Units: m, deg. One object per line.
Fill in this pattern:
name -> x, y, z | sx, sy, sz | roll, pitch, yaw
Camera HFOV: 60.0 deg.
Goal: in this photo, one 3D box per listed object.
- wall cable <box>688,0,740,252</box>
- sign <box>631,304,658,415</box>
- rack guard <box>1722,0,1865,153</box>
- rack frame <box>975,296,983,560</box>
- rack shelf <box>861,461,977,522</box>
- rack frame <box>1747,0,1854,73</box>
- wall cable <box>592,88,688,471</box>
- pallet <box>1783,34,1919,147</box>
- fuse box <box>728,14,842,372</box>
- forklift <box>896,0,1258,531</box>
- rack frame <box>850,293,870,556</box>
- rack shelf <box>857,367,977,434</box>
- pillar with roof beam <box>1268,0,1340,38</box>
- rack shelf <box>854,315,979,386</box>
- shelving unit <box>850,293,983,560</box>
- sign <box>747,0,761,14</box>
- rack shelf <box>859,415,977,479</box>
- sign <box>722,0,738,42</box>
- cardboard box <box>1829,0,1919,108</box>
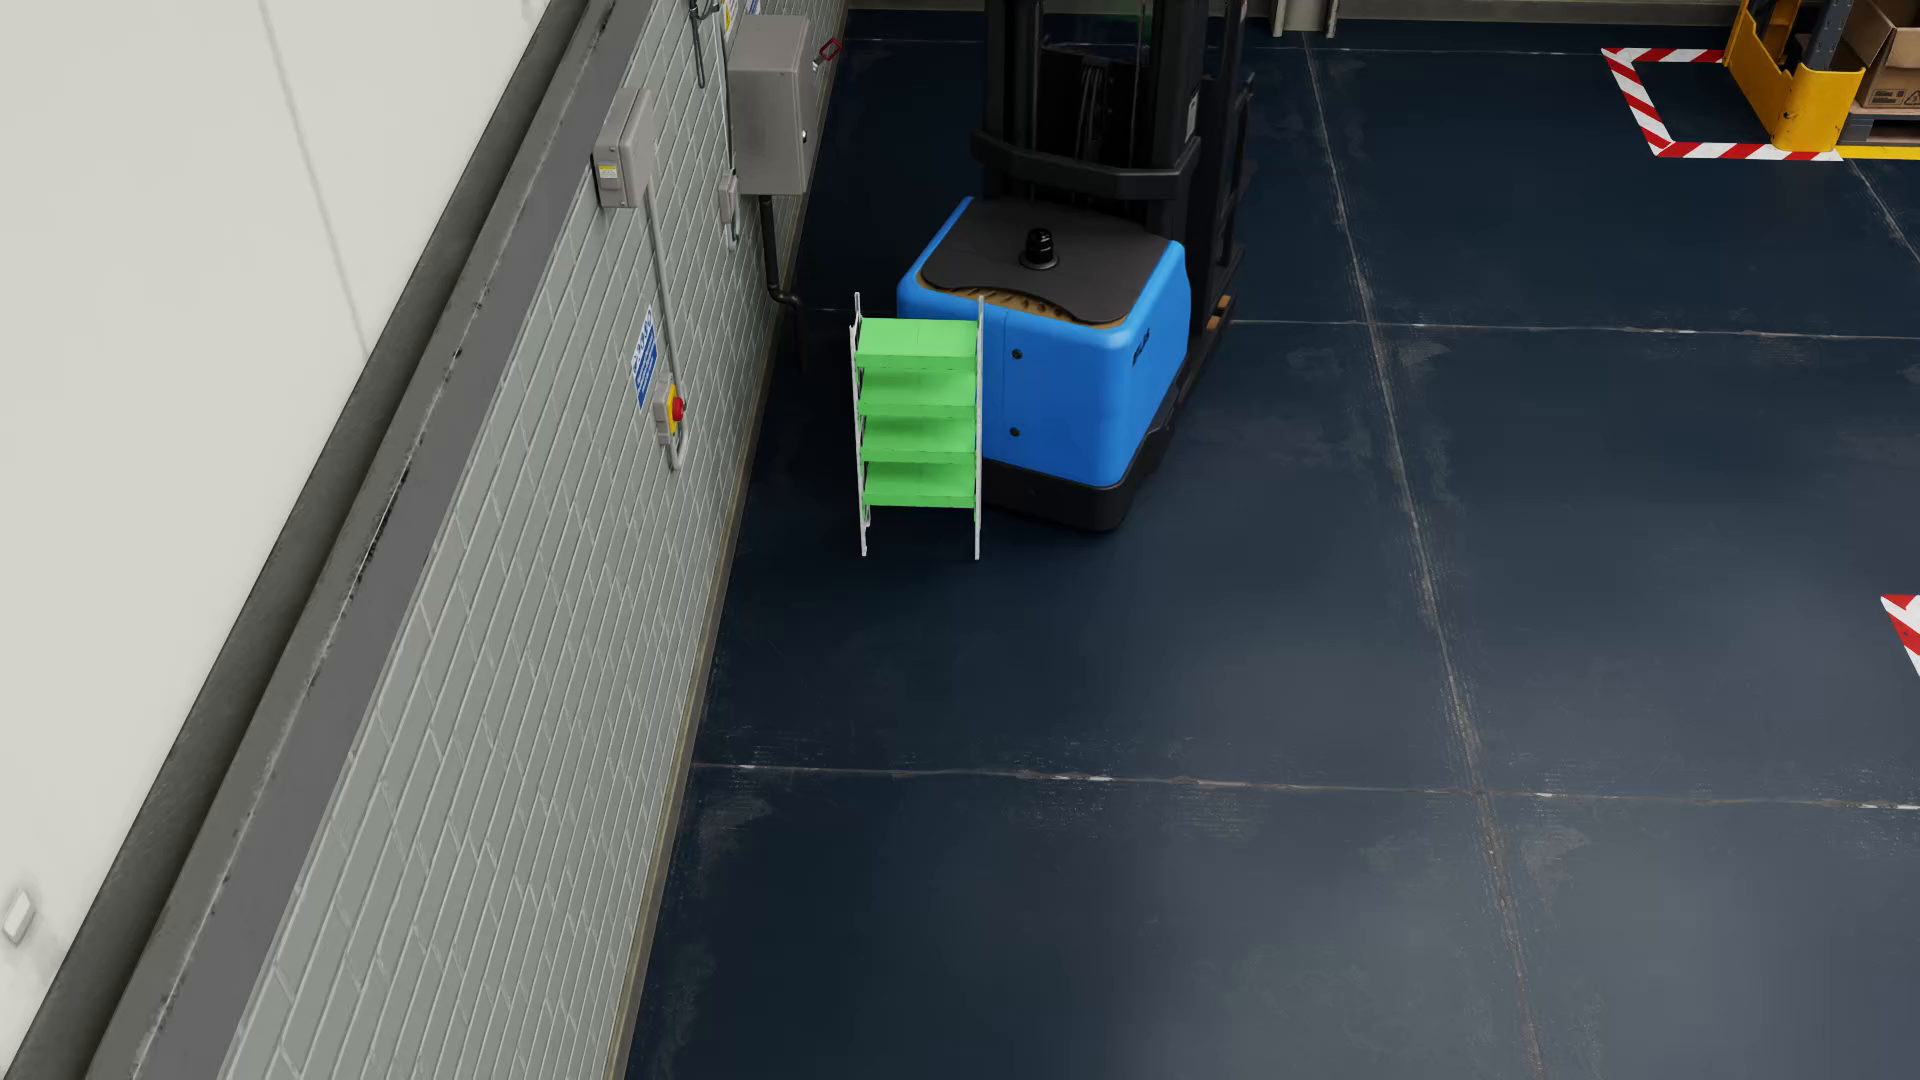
wall cable -> -0.925, -1.869, 6.311 | 0.122, 1.984, 0.588 | 2, 43, 2
sign -> -1.040, -0.600, 5.495 | 0.001, 0.218, 0.327 | 2, 43, 2
rack guard -> 4.953, -2.838, 9.929 | 0.348, 0.500, 1.175 | 2, 43, 2
rack frame -> 0.078, -0.437, 6.838 | 0.015, 1.200, 0.240 | 2, 43, 2
rack shelf -> -0.165, -0.222, 7.054 | 0.480, 0.148, 0.258 | 2, 43, 2
rack frame -> 4.877, -3.754, 9.080 | 0.127, 3.000, 1.000 | 2, 43, 2
wall cable -> -0.977, -0.915, 5.263 | 0.123, 1.953, 0.585 | 2, 43, 2
pallet -> 5.749, -2.708, 10.002 | 1.213, 0.211, 1.003 | 2, 43, 2
fuse box -> -0.737, -1.486, 7.590 | 0.414, 1.711, 0.539 | 2, 43, 2
forklift -> 0.750, -2.126, 7.382 | 1.130, 2.935, 3.031 | 16, 45, 16
rack frame -> -0.409, -0.452, 6.854 | 0.015, 1.200, 0.240 | 2, 43, 2
rack shelf -> -0.165, -0.573, 6.726 | 0.480, 0.148, 0.258 | 2, 43, 2
pillar with roof beam -> 2.030, -3.715, 4.636 | 0.400, 9.000, 9.100 | 2, 43, 2
rack shelf -> -0.165, -0.749, 6.563 | 0.480, 0.148, 0.258 | 2, 43, 2
shelving unit -> -0.165, -0.444, 6.846 | 0.503, 1.200, 0.258 | 2, 43, 2
sign -> -0.921, -2.265, 7.551 | 0.001, 0.494, 0.329 | 2, 43, 2
rack shelf -> -0.165, -0.397, 6.890 | 0.480, 0.148, 0.258 | 2, 43, 2
sign -> -0.946, -2.228, 6.836 | 0.001, 0.242, 0.339 | 2, 43, 2
cardboard box -> 5.484, -2.911, 9.698 | 0.637, 0.503, 0.797 | 0, 43, 0
